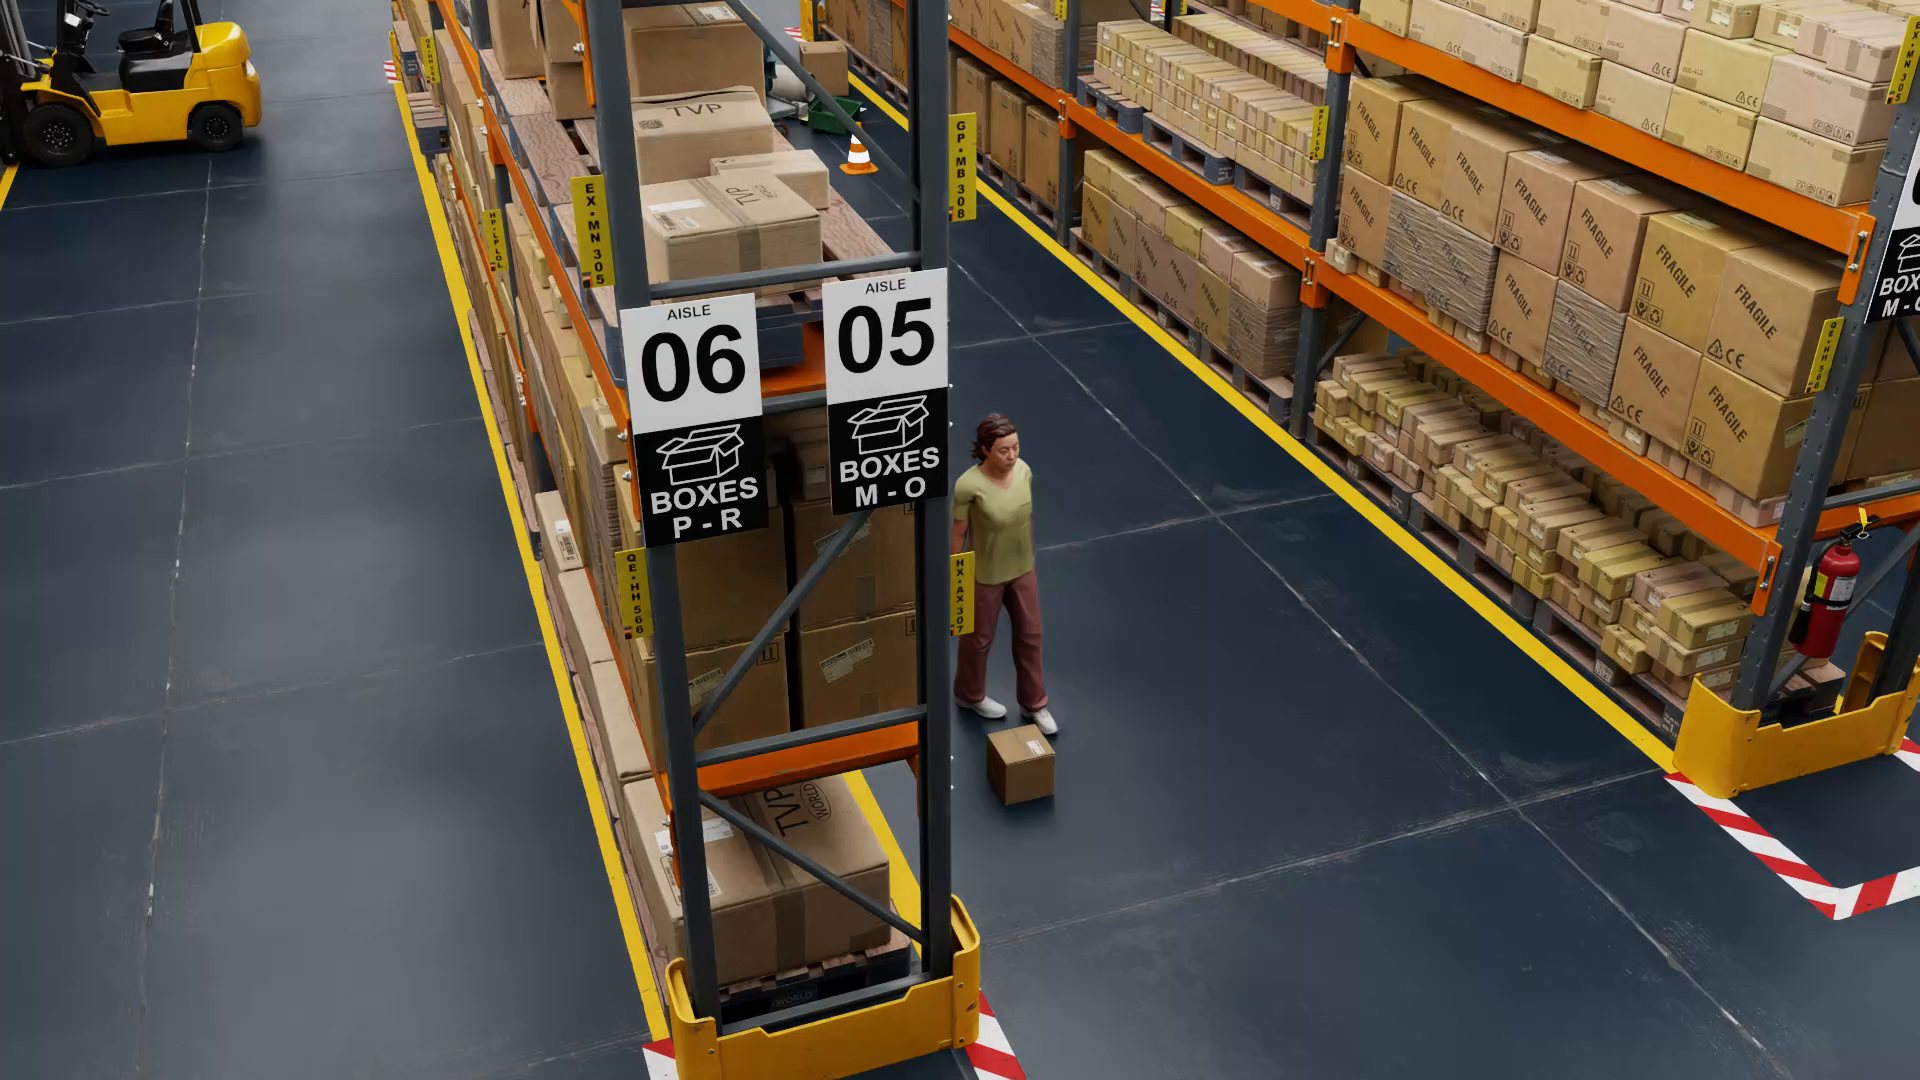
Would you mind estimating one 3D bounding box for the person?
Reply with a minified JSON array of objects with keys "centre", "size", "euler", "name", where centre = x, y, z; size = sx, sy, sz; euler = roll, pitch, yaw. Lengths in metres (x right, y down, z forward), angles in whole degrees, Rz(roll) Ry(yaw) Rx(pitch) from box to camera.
[{"centre":[0.220,0.180,8.014],"size":[0.453,1.667,0.560],"euler":[-16,34,-26],"name":"person"}]
